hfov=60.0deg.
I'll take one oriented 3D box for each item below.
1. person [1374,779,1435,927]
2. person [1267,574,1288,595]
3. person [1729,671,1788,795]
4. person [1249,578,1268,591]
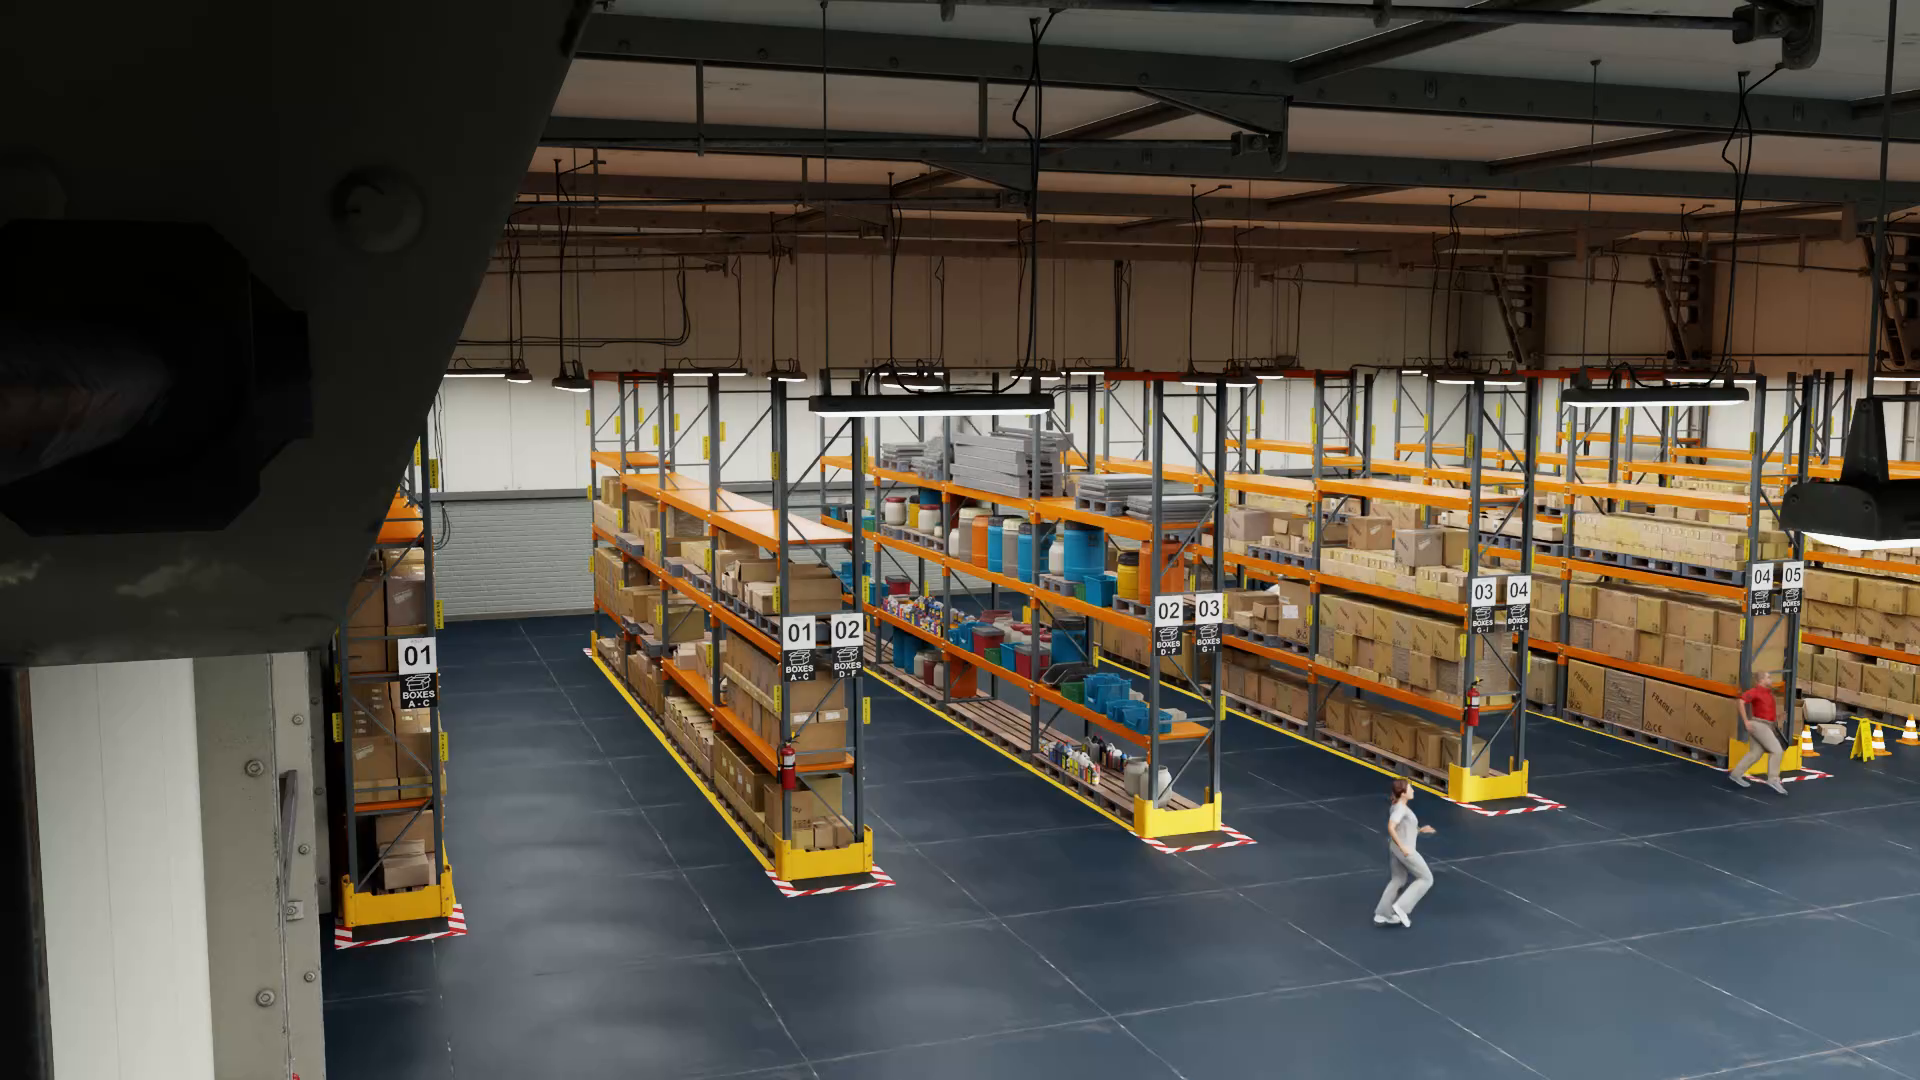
[{"bbox_3d":[4.924,3.449,18.374,0.649,1.640,0.537,0,6,-1],"label":"person"},{"bbox_3d":[6.823,1.567,35.319,0.584,1.724,0.727,-2,7,-21],"label":"person"},{"bbox_3d":[11.715,2.780,24.271,0.809,1.728,0.654,4,8,34],"label":"person"},{"bbox_3d":[7.526,0.884,41.722,0.735,1.647,0.522,-3,7,-28],"label":"person"}]
